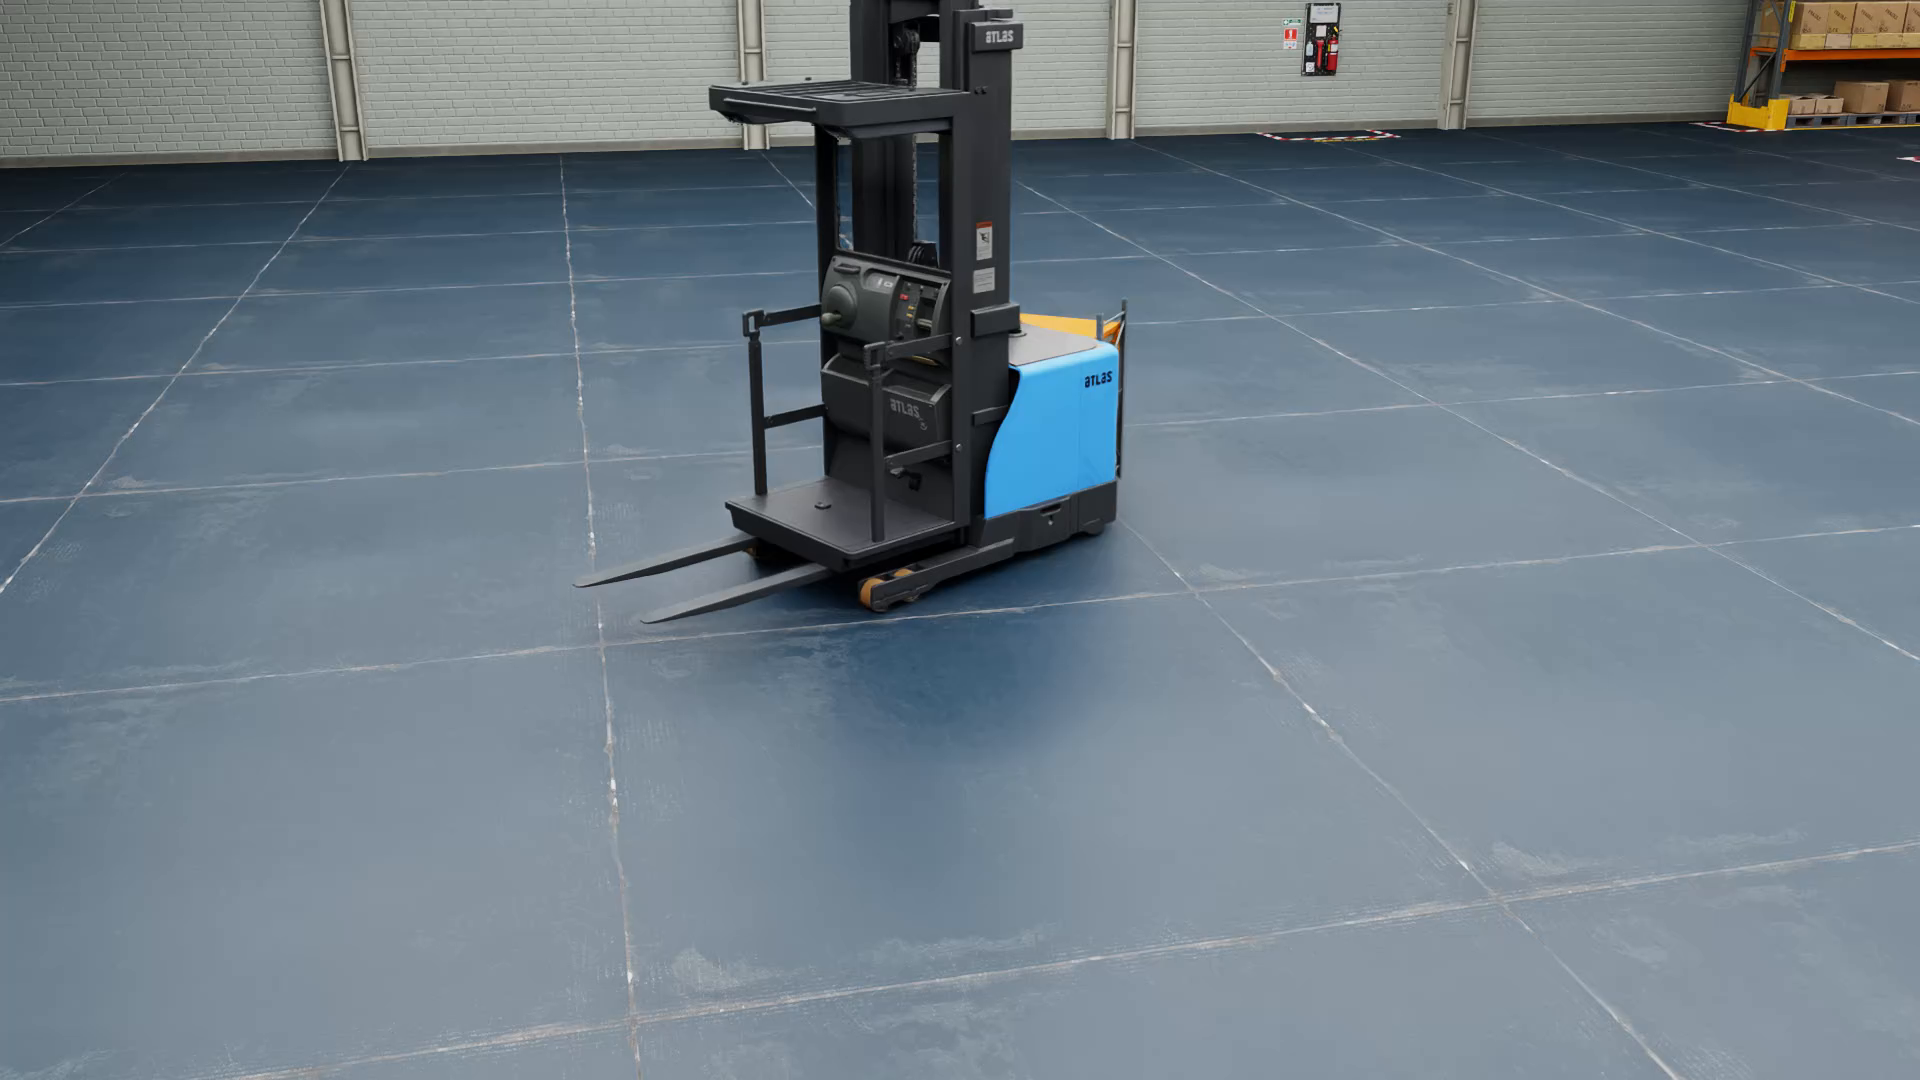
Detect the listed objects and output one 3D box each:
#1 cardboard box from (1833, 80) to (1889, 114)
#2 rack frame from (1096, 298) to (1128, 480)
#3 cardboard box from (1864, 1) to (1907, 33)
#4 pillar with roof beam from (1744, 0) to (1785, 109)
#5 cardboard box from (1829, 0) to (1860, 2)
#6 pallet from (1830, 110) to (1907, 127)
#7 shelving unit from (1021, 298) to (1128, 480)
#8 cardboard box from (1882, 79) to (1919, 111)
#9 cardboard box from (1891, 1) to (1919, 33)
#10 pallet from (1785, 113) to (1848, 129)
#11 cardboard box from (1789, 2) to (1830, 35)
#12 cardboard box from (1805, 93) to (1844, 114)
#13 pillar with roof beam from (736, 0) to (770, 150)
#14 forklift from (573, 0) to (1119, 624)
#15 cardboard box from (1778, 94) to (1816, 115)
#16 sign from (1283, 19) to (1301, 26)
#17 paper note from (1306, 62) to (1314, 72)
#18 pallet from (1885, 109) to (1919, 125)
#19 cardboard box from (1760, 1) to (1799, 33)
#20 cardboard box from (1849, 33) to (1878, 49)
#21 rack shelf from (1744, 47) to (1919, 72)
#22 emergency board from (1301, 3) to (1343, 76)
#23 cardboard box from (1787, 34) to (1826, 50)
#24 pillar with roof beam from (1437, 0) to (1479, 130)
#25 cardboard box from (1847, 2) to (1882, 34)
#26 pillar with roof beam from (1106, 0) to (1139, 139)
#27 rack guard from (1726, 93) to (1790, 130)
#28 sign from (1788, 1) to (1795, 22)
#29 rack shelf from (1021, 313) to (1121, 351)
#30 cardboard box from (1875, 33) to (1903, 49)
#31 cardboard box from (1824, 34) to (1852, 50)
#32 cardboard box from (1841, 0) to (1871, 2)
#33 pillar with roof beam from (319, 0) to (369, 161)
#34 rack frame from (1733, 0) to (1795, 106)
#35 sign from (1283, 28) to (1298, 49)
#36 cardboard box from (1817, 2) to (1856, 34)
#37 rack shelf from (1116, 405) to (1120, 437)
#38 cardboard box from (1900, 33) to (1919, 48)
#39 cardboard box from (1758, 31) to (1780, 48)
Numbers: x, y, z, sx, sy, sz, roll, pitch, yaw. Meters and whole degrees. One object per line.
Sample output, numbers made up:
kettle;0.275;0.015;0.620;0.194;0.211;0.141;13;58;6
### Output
cardboard box;15.804;-7.787;29.205;0.500;0.500;0.700;-6;21;-16
rack frame;0.899;-0.848;9.990;0.032;1.125;0.500;9;22;22
cardboard box;15.851;-8.990;28.596;0.500;0.500;0.500;-4;20;-11
pillar with roof beam;15.303;-10.364;24.524;0.400;9.000;9.100;-5;21;-12
cardboard box;15.234;-9.121;28.953;0.500;0.500;0.500;-5;21;-14
pallet;15.888;-7.487;29.447;1.213;0.211;1.003;-5;21;-12
shelving unit;0.433;-0.918;10.181;1.048;1.125;0.538;9;22;22
cardboard box;16.722;-7.897;29.505;0.500;0.500;0.500;-6;21;-17
cardboard box;16.357;-9.032;28.709;0.500;0.500;0.500;-5;21;-14
pallet;14.703;-7.392;29.187;1.213;0.211;1.003;-5;21;-12
cardboard box;14.364;-8.871;28.270;0.500;0.500;0.500;-5;21;-12
cardboard box;15.079;-7.657;29.125;0.500;0.311;0.500;-3;20;-8
pillar with roof beam;-2.214;-8.939;20.634;0.400;9.000;9.100;-5;21;-12
forklift;-0.542;-1.220;8.383;3.031;2.935;1.130;-17;26;-39
cardboard box;14.524;-7.611;29.002;0.500;0.311;0.500;-7;21;-19
sign;5.504;-8.584;27.564;0.331;0.109;0.001;-5;21;-12
paper note;5.872;-7.925;27.870;0.142;0.148;0.016;-5;21;-12
pallet;17.077;-7.585;29.714;1.213;0.211;1.003;-5;21;-12
cardboard box;14.240;-9.042;28.737;0.500;0.500;0.500;-5;21;-13
cardboard box;15.377;-8.598;28.615;0.500;0.250;0.500;-5;21;-13
rack shelf;15.777;-8.463;29.104;4.000;0.370;1.077;-5;21;-12
emergency board;6.060;-8.330;27.694;0.643;1.169;0.194;-5;21;-12
cardboard box;14.378;-8.514;28.385;0.500;0.250;0.500;-5;21;-14
pillar with roof beam;9.464;-9.889;23.227;0.400;9.000;9.100;-5;21;-12
cardboard box;15.352;-8.946;28.473;0.500;0.500;0.500;-5;21;-14
pillar with roof beam;3.625;-9.414;21.931;0.400;9.000;9.100;-5;21;-12
rack guard;13.904;-7.475;28.994;0.348;0.500;1.175;-5;21;-12
sign;13.955;-8.868;27.903;0.005;0.325;0.100;-5;21;-12
rack shelf;0.434;-1.193;10.081;1.000;0.278;0.538;9;22;22
cardboard box;15.870;-8.638;28.722;0.500;0.250;0.500;-4;21;-12
cardboard box;14.880;-8.560;28.511;0.500;0.250;0.500;-5;21;-14
cardboard box;15.724;-9.161;29.061;0.500;0.500;0.500;-4;21;-12
pillar with roof beam;-8.053;-8.464;19.338;0.400;9.000;9.100;-5;21;-12
rack frame;13.830;-8.643;28.548;0.127;3.000;1.000;-5;21;-12
sign;5.498;-8.338;27.662;0.234;0.329;0.001;-5;21;-12
cardboard box;14.847;-8.907;28.367;0.500;0.500;0.500;-5;21;-12
rack shelf;0.433;-0.688;10.264;1.000;0.278;0.538;9;22;22
cardboard box;16.359;-8.678;28.832;0.500;0.250;0.500;-5;21;-13
cardboard box;14.241;-8.684;28.848;0.500;0.250;0.500;-4;21;-12
